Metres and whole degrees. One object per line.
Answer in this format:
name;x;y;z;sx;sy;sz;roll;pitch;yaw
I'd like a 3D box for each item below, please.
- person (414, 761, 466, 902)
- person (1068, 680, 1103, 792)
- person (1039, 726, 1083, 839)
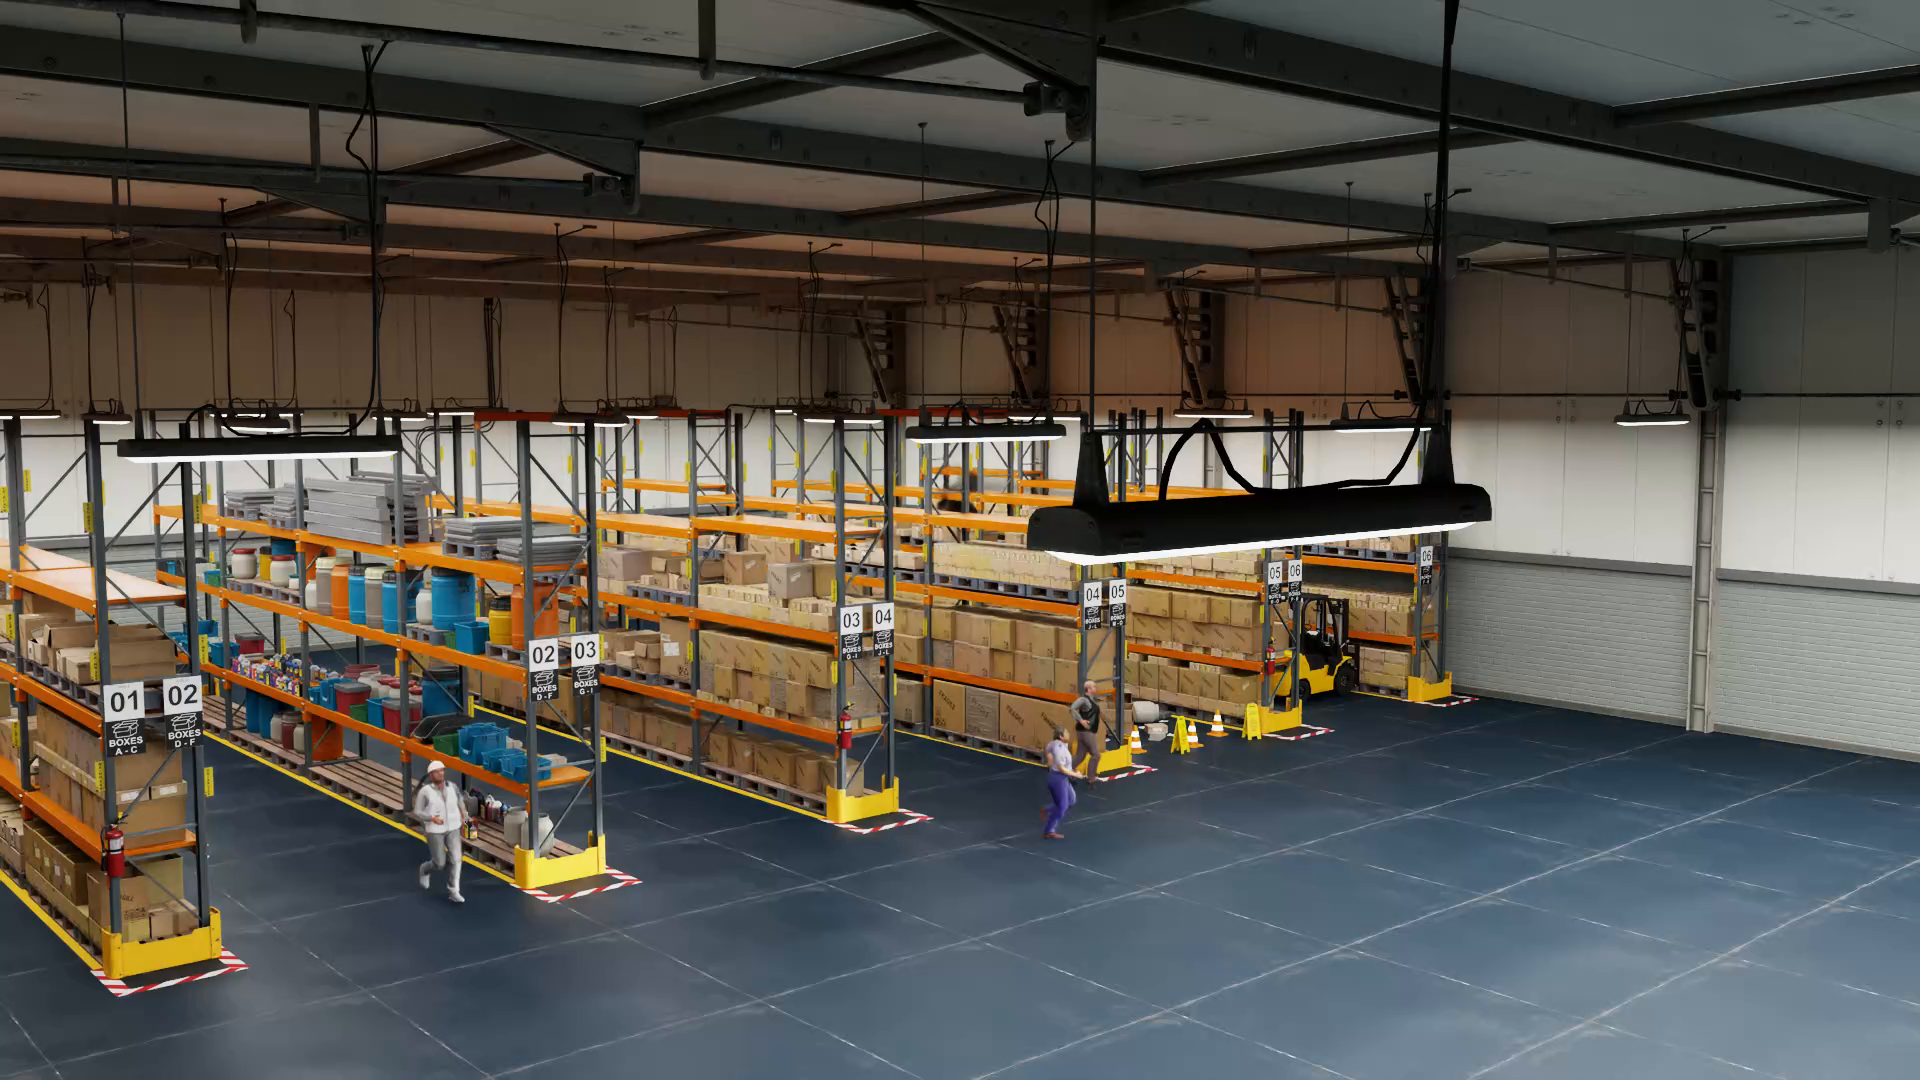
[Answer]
person;-6.467;3.641;20.892;0.676;1.715;0.855;-4;6;-38
person;1.974;3.147;26.810;0.705;1.773;0.654;1;5;14
person;1.458;3.450;23.789;0.598;1.607;0.637;0;5;0
